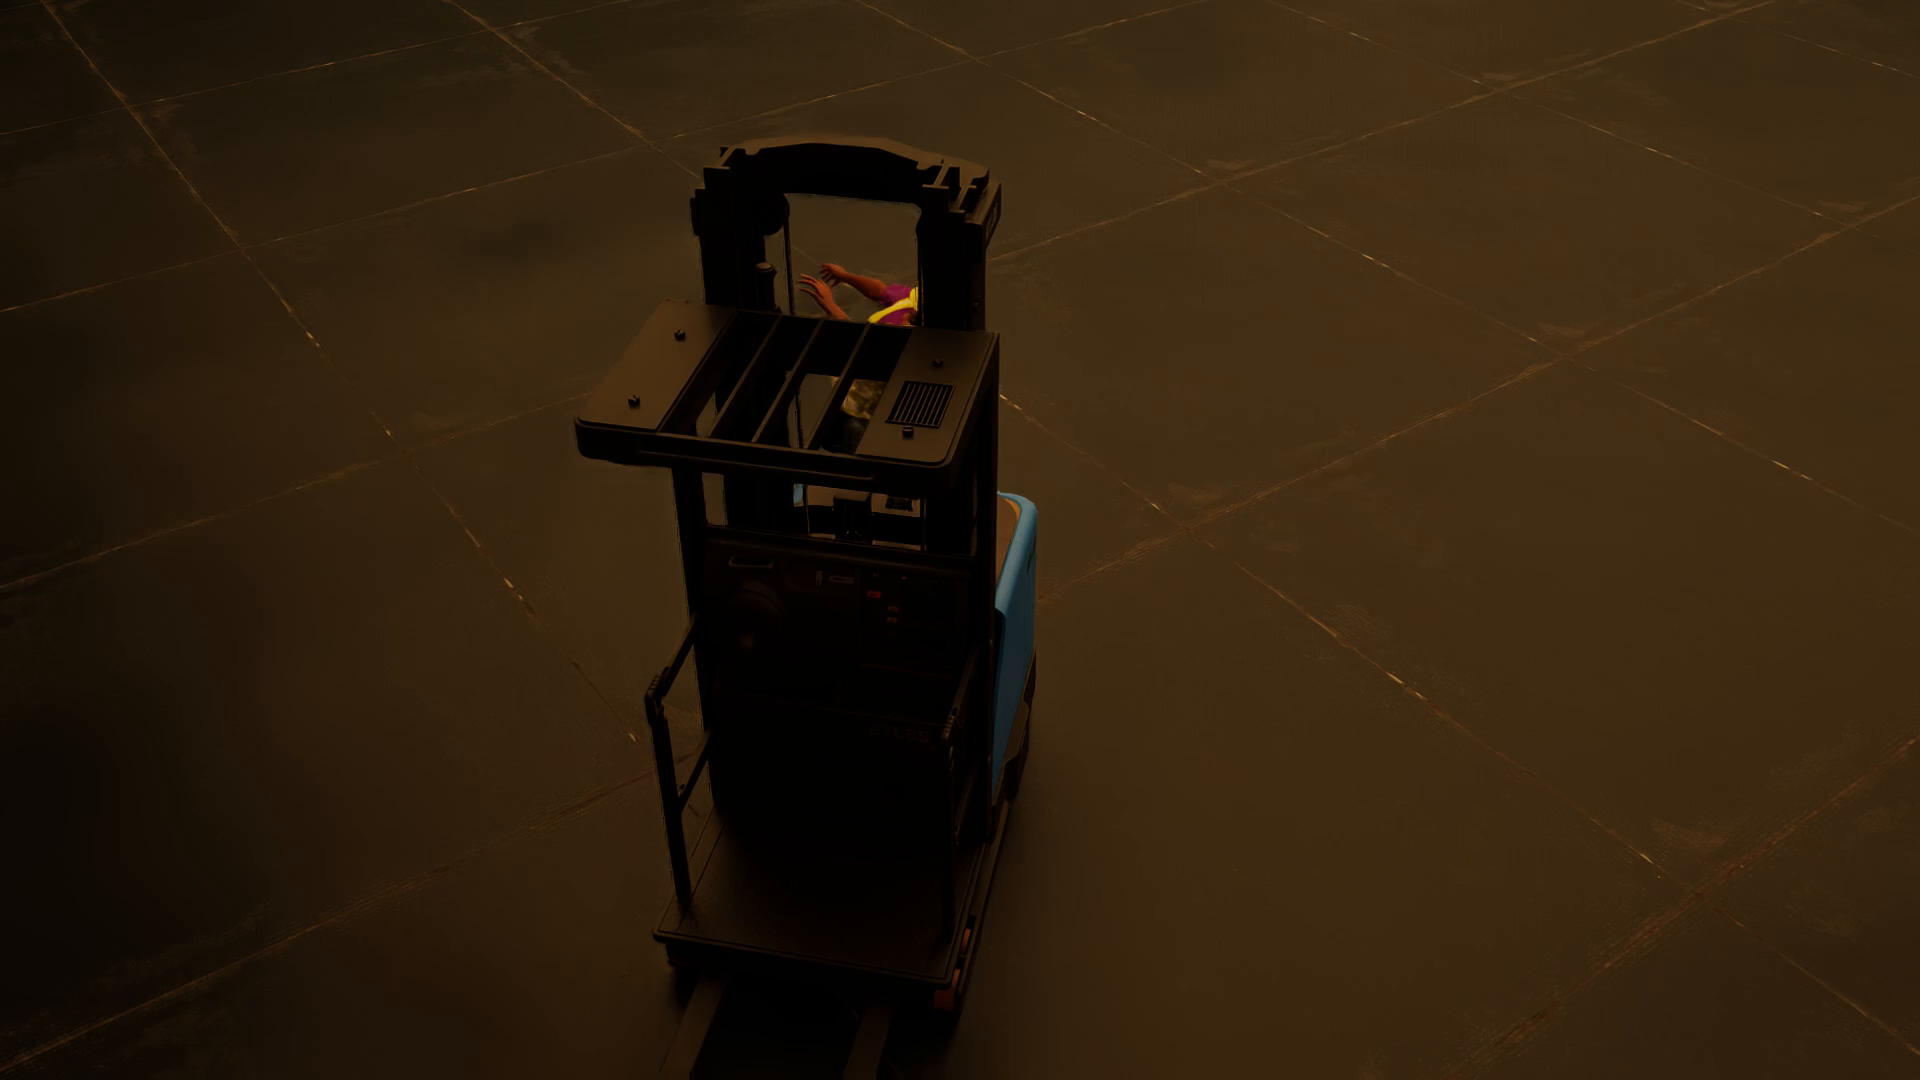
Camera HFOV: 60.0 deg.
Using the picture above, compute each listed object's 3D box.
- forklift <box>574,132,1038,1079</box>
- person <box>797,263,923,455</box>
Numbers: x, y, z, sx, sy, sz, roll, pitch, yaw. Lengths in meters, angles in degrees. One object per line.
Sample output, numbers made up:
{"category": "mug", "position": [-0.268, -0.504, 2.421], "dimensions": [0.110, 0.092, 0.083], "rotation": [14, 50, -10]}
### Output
{"category": "forklift", "position": [-0.471, 0.300, 5.539], "dimensions": [1.130, 2.935, 3.031], "rotation": [7, 37, 10]}
{"category": "person", "position": [-0.441, -0.762, 8.129], "dimensions": [0.752, 1.525, 1.116], "rotation": [-10, 38, -14]}
